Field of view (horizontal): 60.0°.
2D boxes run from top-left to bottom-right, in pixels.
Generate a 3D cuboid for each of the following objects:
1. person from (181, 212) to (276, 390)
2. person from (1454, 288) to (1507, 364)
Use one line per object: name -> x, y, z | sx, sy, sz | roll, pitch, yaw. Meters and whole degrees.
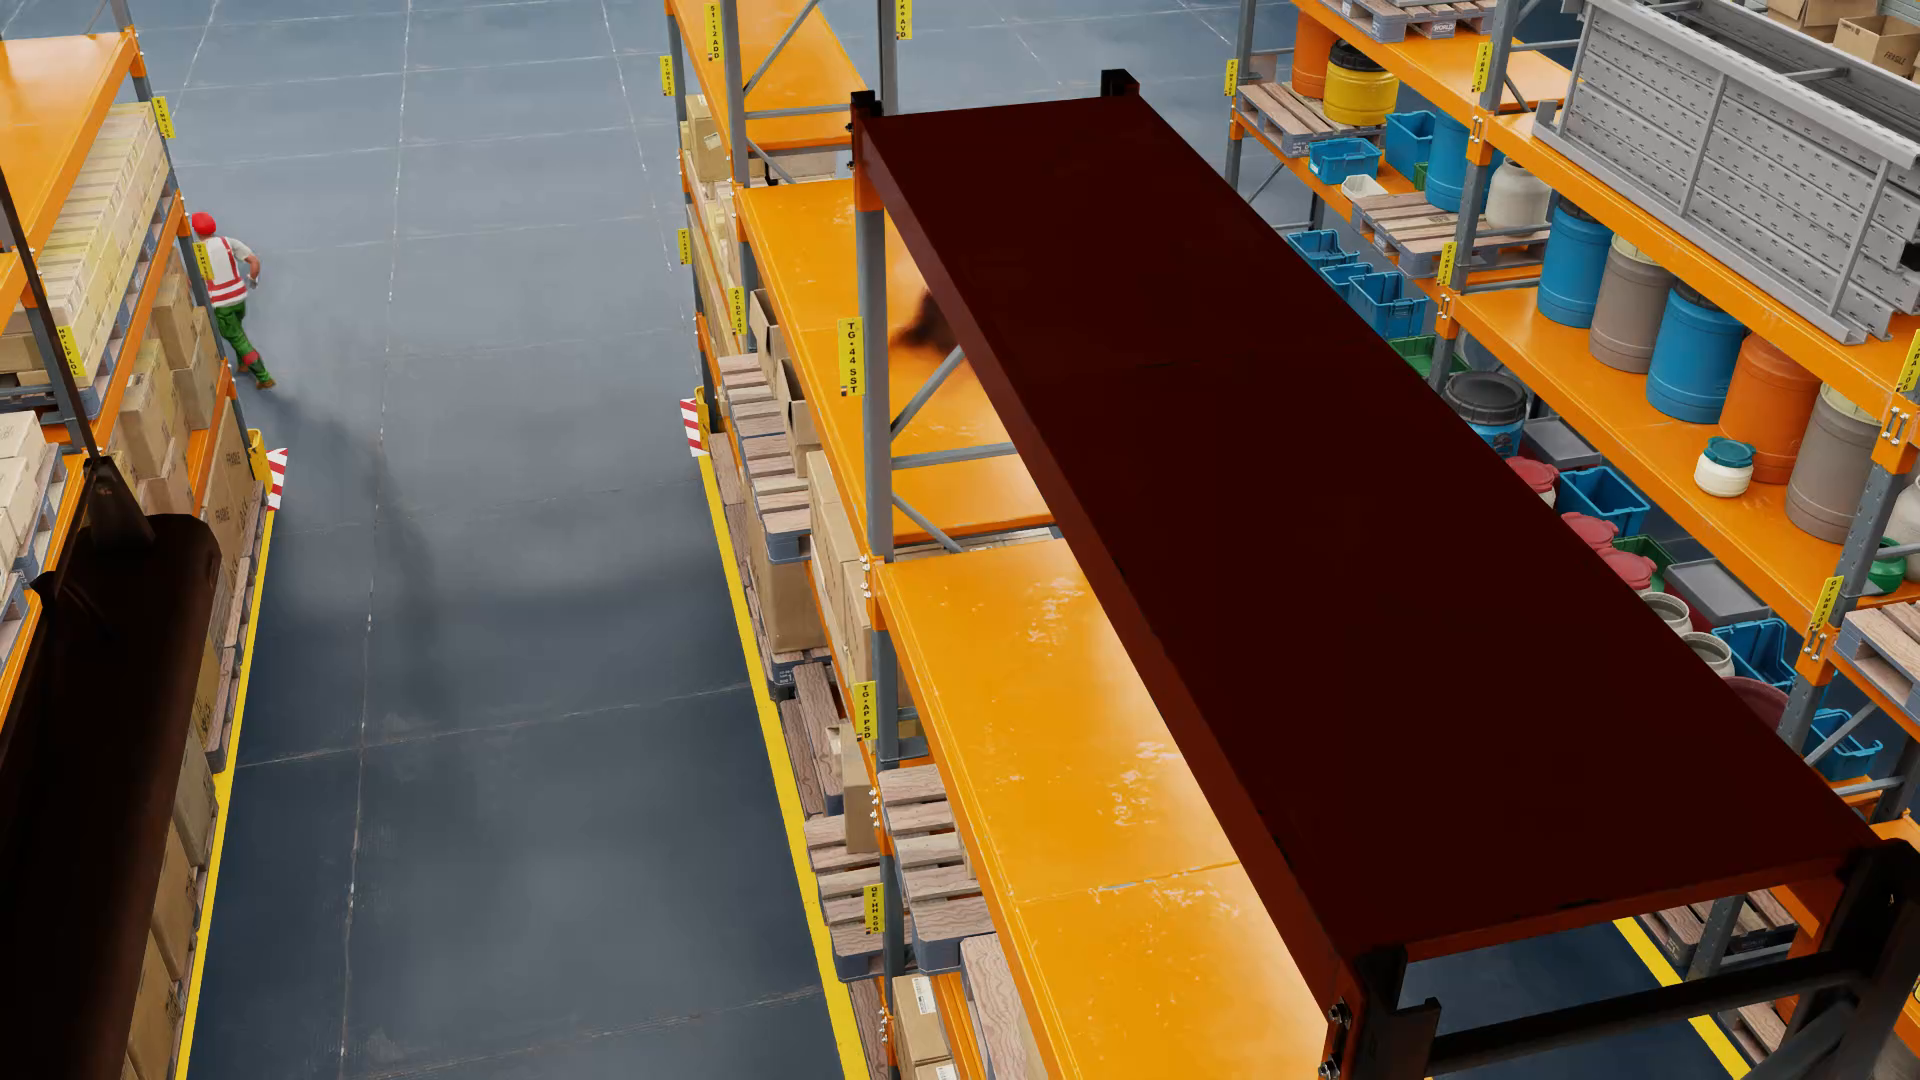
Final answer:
person -> -6.950, -2.235, 15.751 | 0.873, 1.817, 0.658 | 25, 41, 31
person -> 4.737, -2.090, 15.669 | 0.531, 1.720, 0.738 | -17, 38, -23
